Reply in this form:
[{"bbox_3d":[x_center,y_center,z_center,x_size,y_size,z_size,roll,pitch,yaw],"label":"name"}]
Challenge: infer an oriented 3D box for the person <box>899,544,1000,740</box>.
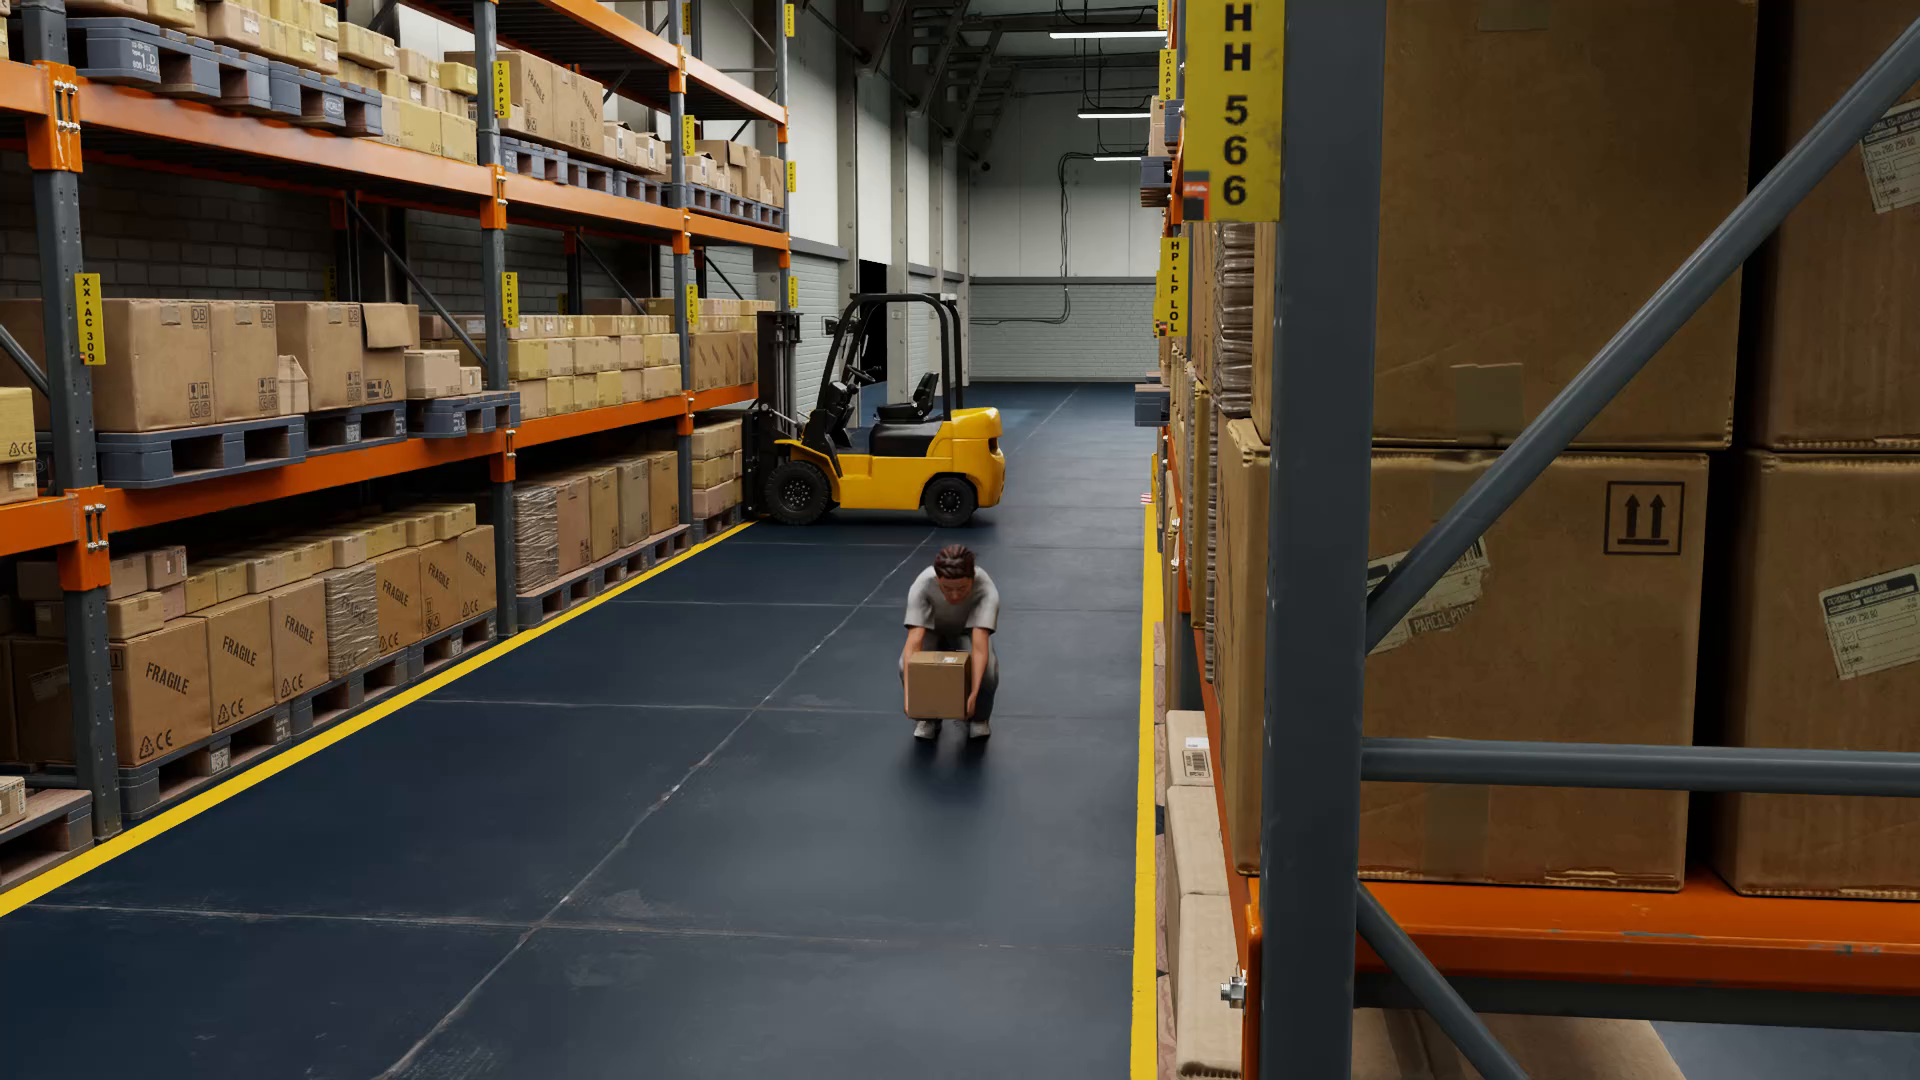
[{"bbox_3d":[-0.041,0.456,7.660,0.455,0.953,0.810,1,8,5],"label":"person"}]
